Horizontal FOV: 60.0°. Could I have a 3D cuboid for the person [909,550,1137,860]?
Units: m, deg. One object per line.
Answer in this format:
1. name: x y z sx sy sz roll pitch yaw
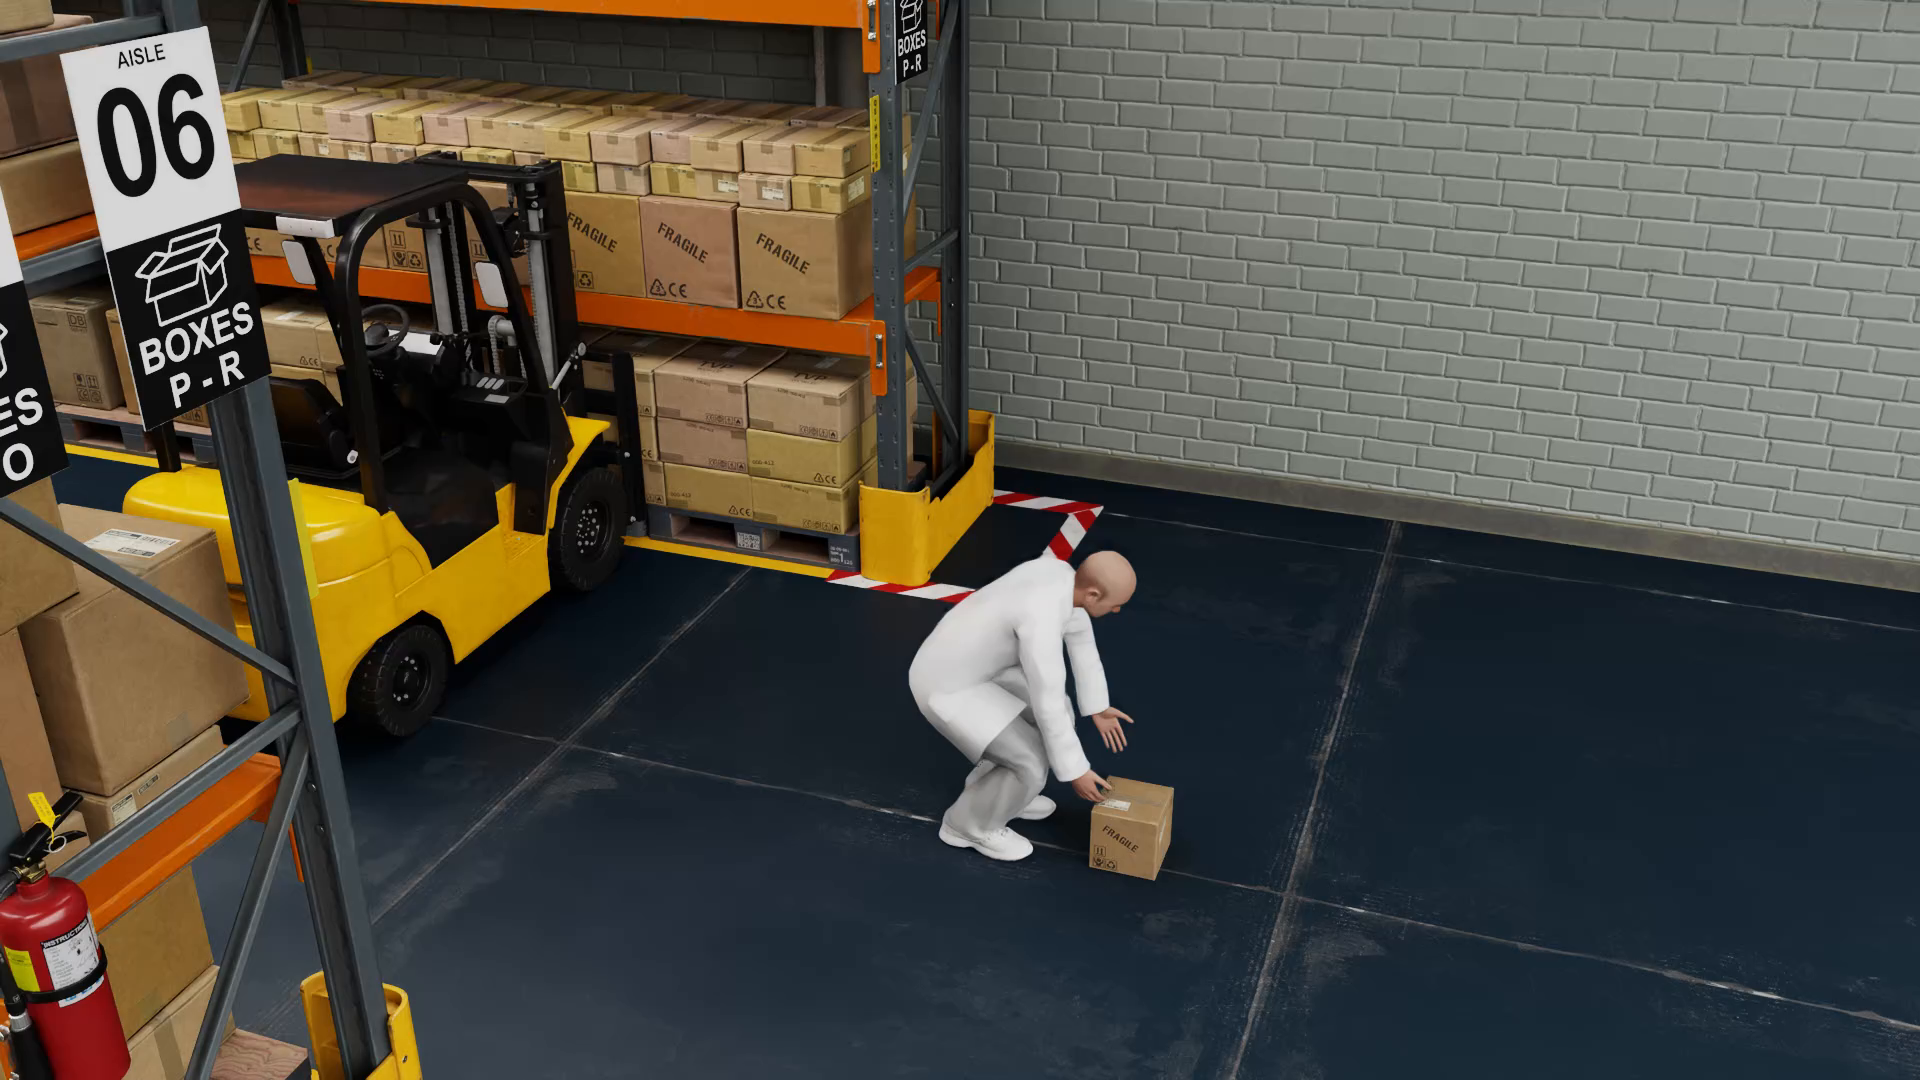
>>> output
1. person: 0.223 0.603 6.139 0.817 1.109 0.628 9 27 17
